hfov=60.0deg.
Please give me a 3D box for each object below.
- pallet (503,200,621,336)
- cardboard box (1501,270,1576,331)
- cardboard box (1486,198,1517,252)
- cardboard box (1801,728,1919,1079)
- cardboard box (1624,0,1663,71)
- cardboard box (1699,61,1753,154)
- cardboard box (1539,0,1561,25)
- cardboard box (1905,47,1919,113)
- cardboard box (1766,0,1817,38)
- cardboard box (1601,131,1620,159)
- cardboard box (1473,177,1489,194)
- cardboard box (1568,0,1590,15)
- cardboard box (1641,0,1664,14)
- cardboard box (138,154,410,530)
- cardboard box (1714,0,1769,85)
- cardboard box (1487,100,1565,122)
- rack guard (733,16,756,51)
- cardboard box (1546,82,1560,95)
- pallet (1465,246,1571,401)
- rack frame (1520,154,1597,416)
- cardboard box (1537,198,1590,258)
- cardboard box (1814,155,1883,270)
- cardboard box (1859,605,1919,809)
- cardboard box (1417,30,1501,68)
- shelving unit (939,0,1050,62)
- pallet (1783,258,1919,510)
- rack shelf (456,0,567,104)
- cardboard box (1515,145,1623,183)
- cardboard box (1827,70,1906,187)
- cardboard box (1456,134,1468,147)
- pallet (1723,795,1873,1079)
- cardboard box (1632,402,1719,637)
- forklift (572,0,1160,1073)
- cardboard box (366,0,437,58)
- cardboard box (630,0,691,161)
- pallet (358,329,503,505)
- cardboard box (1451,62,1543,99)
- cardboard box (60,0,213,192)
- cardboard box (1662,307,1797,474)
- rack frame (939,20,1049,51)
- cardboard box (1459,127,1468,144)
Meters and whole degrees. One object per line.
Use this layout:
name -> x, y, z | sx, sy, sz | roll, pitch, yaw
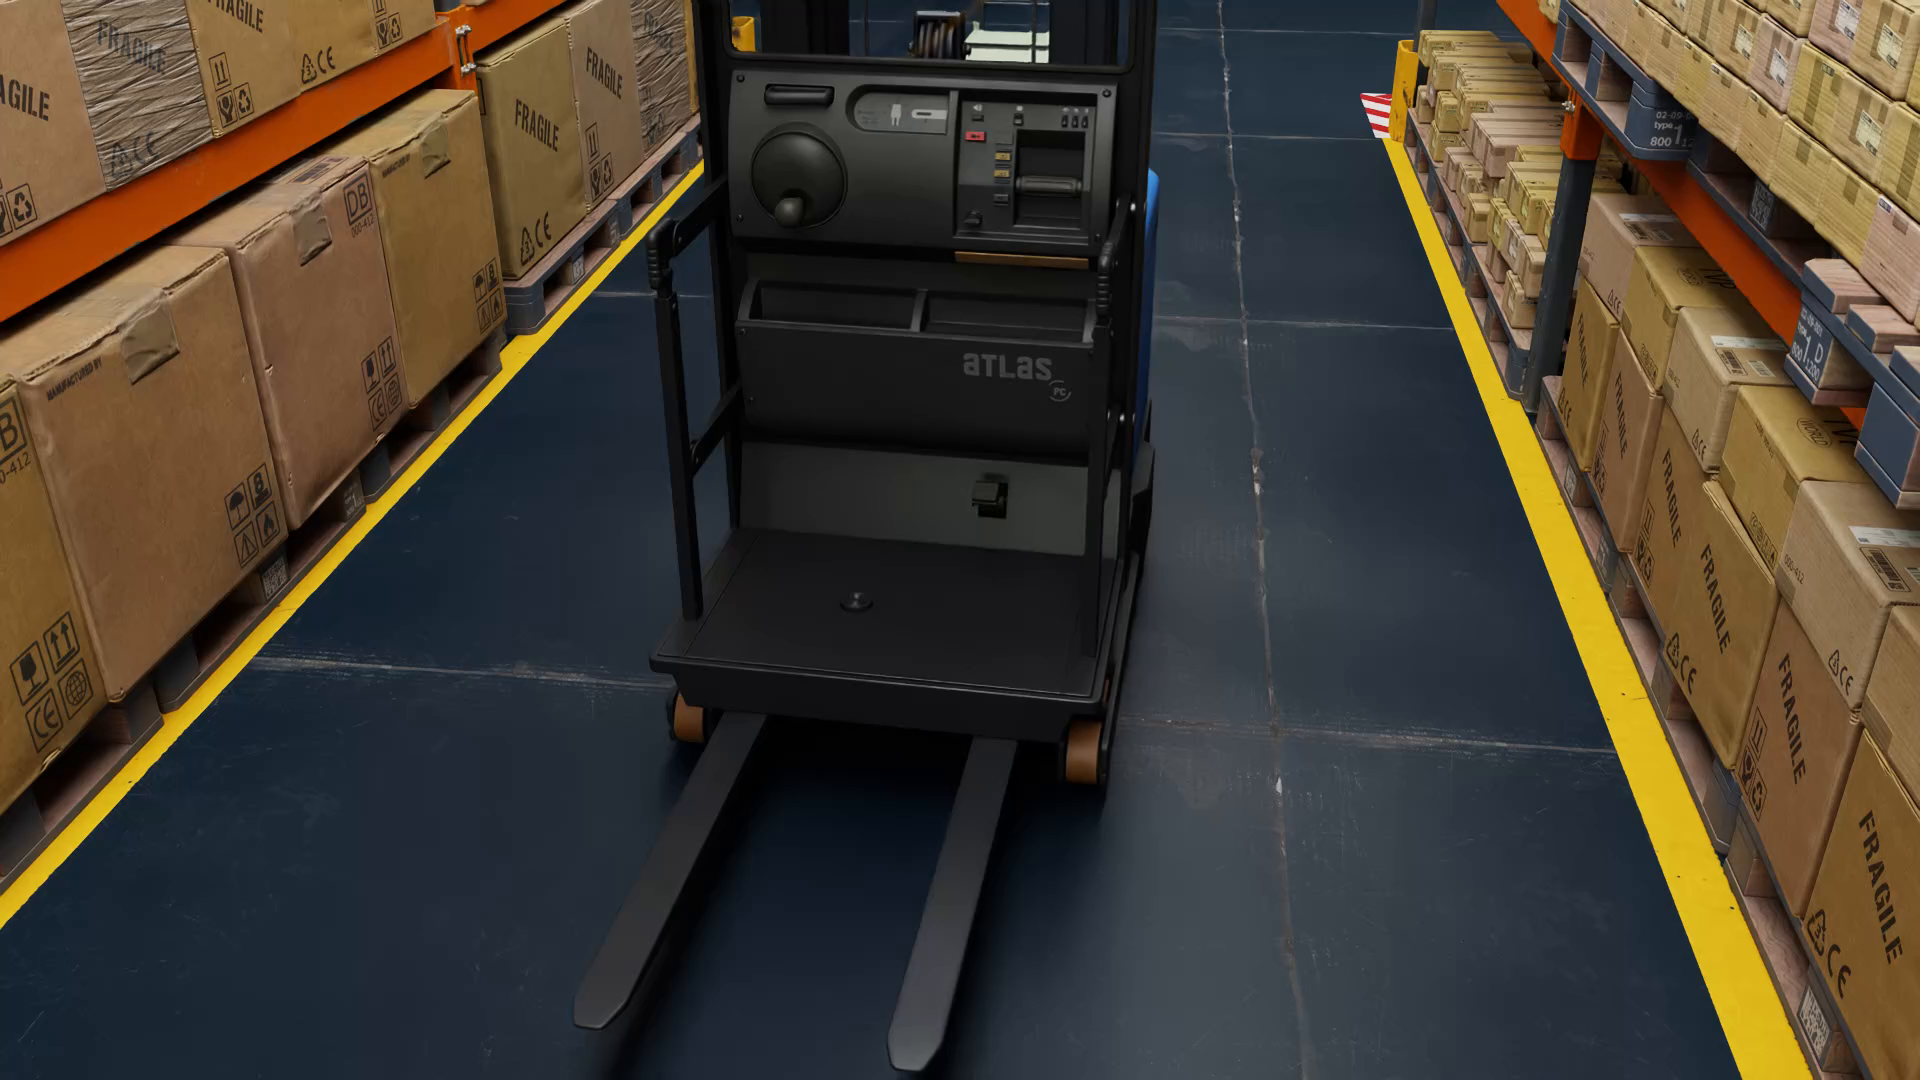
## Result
pallet -> -2.161, -1.238, 7.326 | 1.003, 0.211, 1.213 | 3, 28, 6
cardboard box -> 2.288, -0.911, 6.342 | 0.380, 0.149, 0.250 | 4, 29, 7
cardboard box -> 2.338, -1.260, 6.675 | 0.380, 0.149, 0.250 | 2, 28, 4
cardboard box -> 1.910, 0.697, 2.987 | 0.500, 0.500, 0.500 | 3, 28, 6
cardboard box -> 1.979, -1.326, 4.371 | 0.380, 0.149, 0.250 | 4, 29, 7
cardboard box -> 1.885, -0.959, 3.690 | 0.380, 0.149, 0.250 | 2, 28, 4
cardboard box -> 2.305, -1.942, 5.957 | 0.380, 0.149, 0.250 | 3, 28, 5
cardboard box -> 1.759, -0.729, 2.635 | 0.380, 0.149, 0.250 | 4, 29, 8
cardboard box -> 1.854, -1.096, 3.317 | 0.380, 0.149, 0.250 | 5, 29, 9
cardboard box -> 2.974, -1.739, 7.251 | 0.380, 0.149, 0.250 | 2, 28, 4
cardboard box -> 2.514, -1.517, 7.467 | 0.380, 0.149, 0.250 | 4, 29, 7
cardboard box -> 2.074, -1.692, 5.051 | 0.380, 0.149, 0.250 | 2, 28, 4
cardboard box -> 1.982, -1.457, 4.301 | 0.380, 0.149, 0.250 | 2, 28, 4
cardboard box -> -2.499, -0.639, 5.071 | 1.225, 0.875, 0.875 | 2, 28, 4
cardboard box -> 1.884, -1.087, 3.614 | 0.380, 0.149, 0.250 | 3, 28, 5
cardboard box -> 2.590, -1.880, 7.513 | 0.380, 0.149, 0.250 | 3, 29, 6
rack guard -> -1.839, -2.906, 10.118 | 1.175, 0.500, 0.348 | 3, 28, 6
cardboard box -> 3.202, -2.336, 8.672 | 0.380, 0.149, 0.250 | 3, 28, 5
pallet -> 2.626, -0.867, 6.638 | 1.003, 0.211, 1.213 | 3, 28, 6
rack frame -> 2.579, -1.777, 5.386 | 1.000, 3.000, 0.127 | 3, 28, 6
cardboard box -> 2.364, -1.151, 6.160 | 0.380, 0.149, 0.250 | 4, 29, 8
cardboard box -> 1.790, -0.582, 2.990 | 0.380, 0.149, 0.250 | 3, 28, 6
cardboard box -> 1.912, 0.354, 2.832 | 0.500, 0.250, 0.500 | 3, 28, 5
cardboard box -> 2.667, -2.625, 8.895 | 0.380, 0.149, 0.250 | 2, 28, 4
shelving unit -> 0.188, -1.129, 5.764 | 0.431, 1.500, 0.755 | 5, 29, 9
pallet -> 2.070, -0.151, 2.570 | 1.213, 0.211, 1.003 | 3, 28, 6
rack shelf -> -2.087, -2.737, 7.927 | 1.077, 0.370, 4.000 | 3, 28, 6
cardboard box -> 2.488, -1.509, 6.824 | 0.380, 0.149, 0.250 | 4, 29, 8
cardboard box -> 1.789, -0.726, 2.943 | 0.380, 0.149, 0.250 | 3, 29, 6
cardboard box -> 2.636, -1.877, 8.134 | 0.380, 0.149, 0.250 | 3, 29, 6
pallet -> 2.186, 0.966, 3.235 | 1.003, 0.211, 1.213 | 3, 28, 6
cardboard box -> 2.111, -0.032, 4.340 | 0.500, 0.500, 0.500 | 4, 29, 7
forklift -> -0.132, -0.869, 3.773 | 1.130, 2.935, 3.031 | 5, 29, 9
cardboard box -> -2.118, -1.921, 5.547 | 0.500, 0.500, 0.500 | 3, 29, 6
cardboard box -> -1.952, -2.511, 8.545 | 0.875, 0.875, 0.875 | 3, 28, 6
pallet -> -2.351, -0.518, 5.988 | 1.003, 0.211, 1.213 | 3, 28, 6
cardboard box -> 2.647, -2.255, 8.209 | 0.380, 0.149, 0.250 | 2, 28, 4
cardboard box -> -2.309, -1.206, 4.221 | 0.500, 0.500, 0.500 | 3, 29, 6
cardboard box -> 2.096, -0.368, 4.173 | 0.500, 0.250, 0.500 | 4, 29, 8
rack frame -> 0.125, -0.958, 5.447 | 0.400, 1.500, 0.023 | 5, 29, 9
cardboard box -> 2.641, -1.998, 8.045 | 0.380, 0.149, 0.250 | 2, 28, 4
